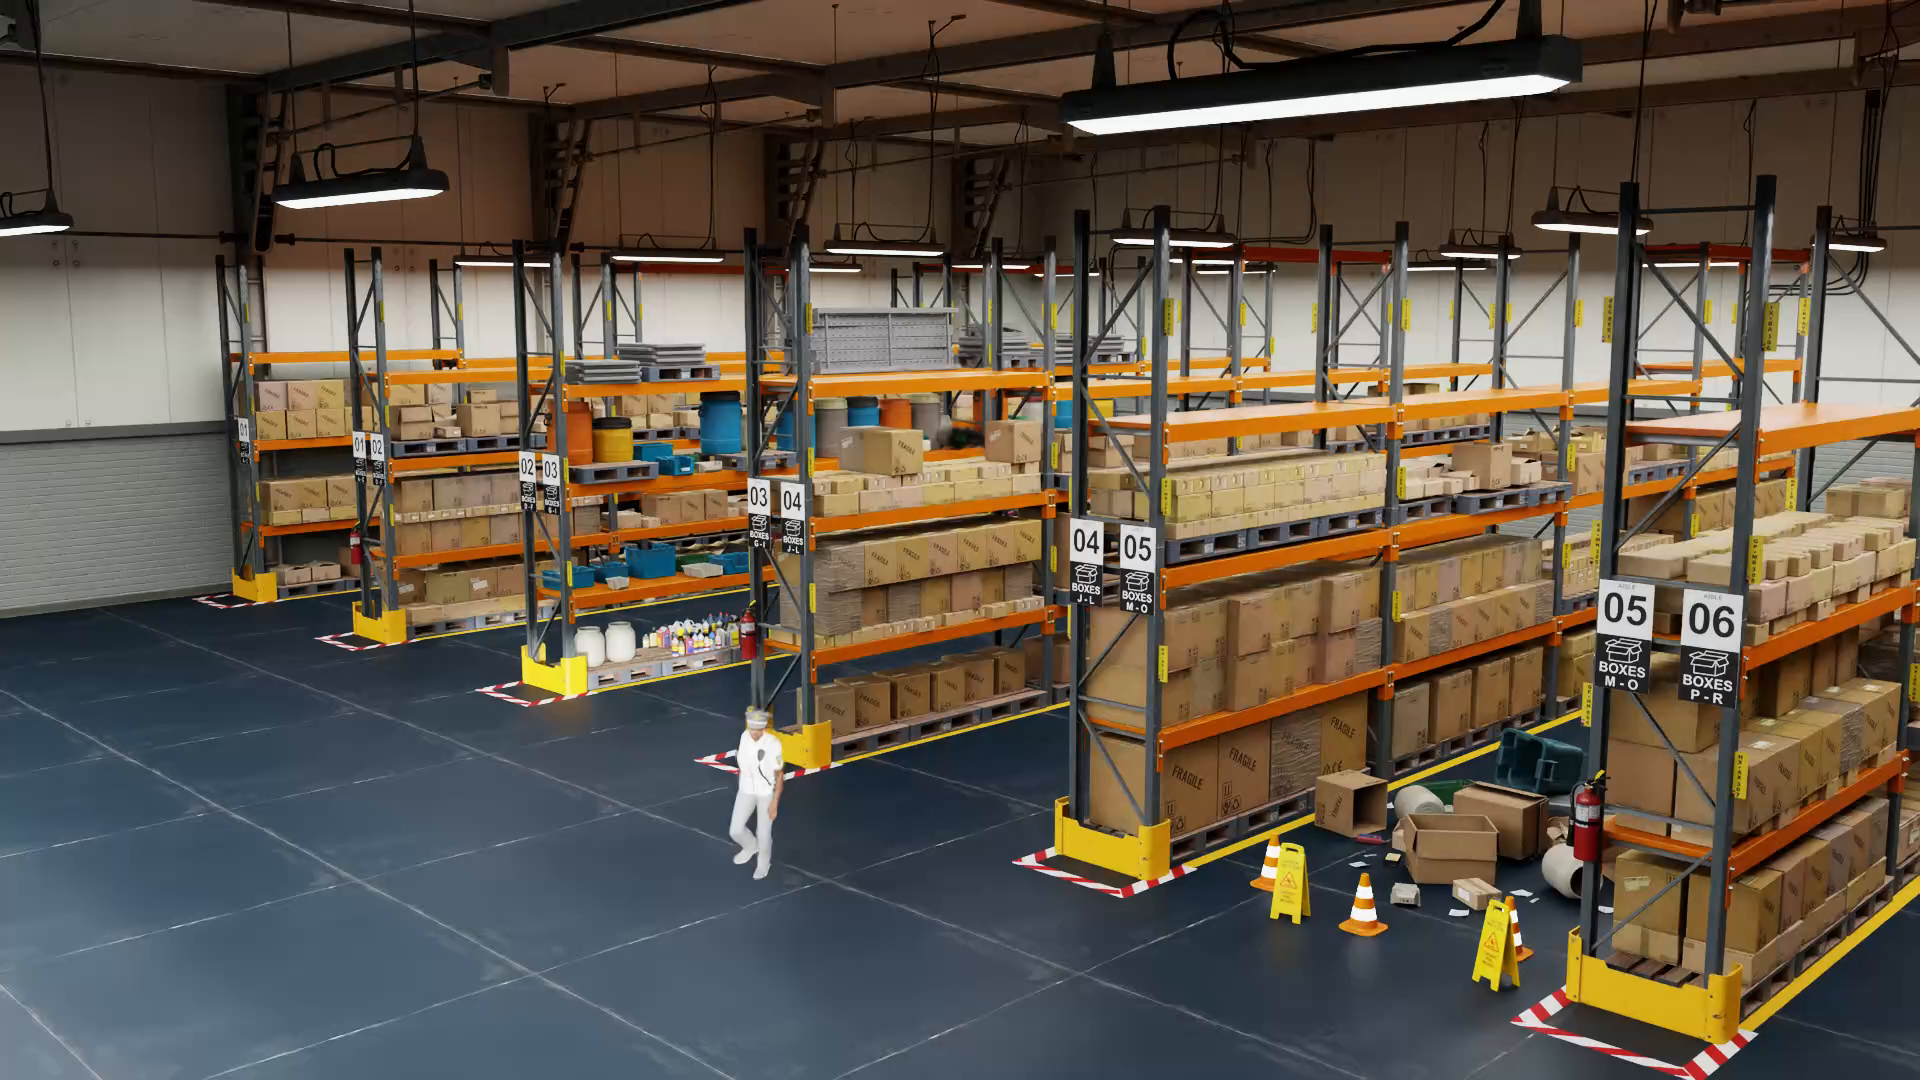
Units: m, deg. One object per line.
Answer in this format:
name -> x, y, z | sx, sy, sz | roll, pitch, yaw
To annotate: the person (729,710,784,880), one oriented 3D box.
person -> -1.821, 2.277, 14.928 | 0.597, 1.620, 0.580 | 2, 8, 16
